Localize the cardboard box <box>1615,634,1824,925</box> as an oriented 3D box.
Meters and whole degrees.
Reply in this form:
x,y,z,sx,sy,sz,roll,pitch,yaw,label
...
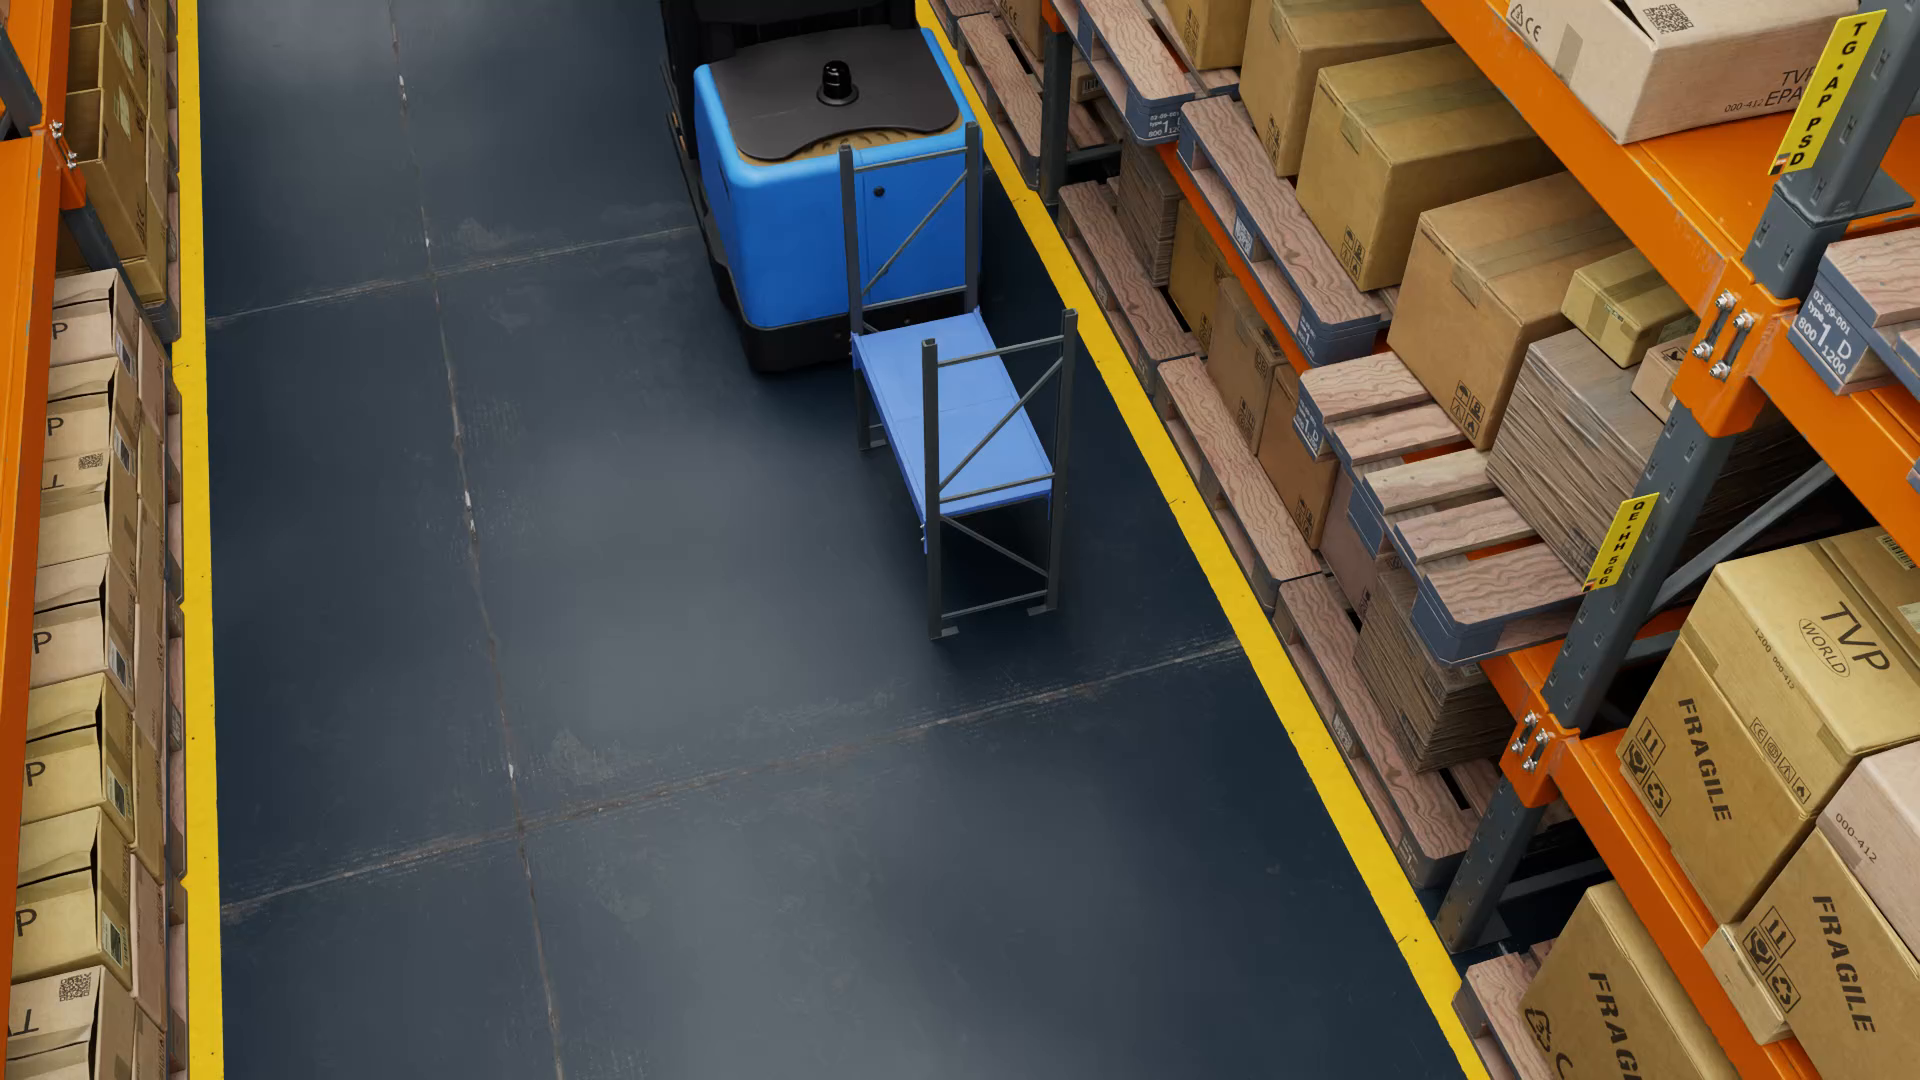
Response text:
x,y,z,sx,sy,sz,roll,pitch,yaw,label
1.950,0.505,3.879,0.500,0.500,0.500,-12,51,-10,cardboard box

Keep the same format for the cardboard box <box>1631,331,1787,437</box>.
x,y,z,sx,sy,sz,roll,pitch,yaw,label
1.920,-0.401,4.139,0.380,0.149,0.250,-19,53,-16,cardboard box

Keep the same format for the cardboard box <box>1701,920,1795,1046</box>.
x,y,z,sx,sy,sz,roll,pitch,yaw,label
1.991,0.994,3.891,0.380,0.149,0.250,-12,51,-10,cardboard box

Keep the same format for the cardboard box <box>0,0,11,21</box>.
x,y,z,sx,sy,sz,roll,pitch,yaw,label
-4.163,-2.310,6.460,0.700,0.500,0.500,-14,51,-11,cardboard box

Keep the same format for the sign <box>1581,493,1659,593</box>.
x,y,z,sx,sy,sz,roll,pitch,yaw,label
1.535,0.009,3.865,0.100,0.325,0.005,-13,51,-11,sign

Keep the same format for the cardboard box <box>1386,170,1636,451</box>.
x,y,z,sx,sy,sz,roll,pitch,yaw,label
1.711,-0.690,4.806,0.700,0.500,0.500,-18,52,-14,cardboard box

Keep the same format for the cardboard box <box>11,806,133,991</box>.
x,y,z,sx,sy,sz,roll,pitch,yaw,label
-2.718,1.089,4.817,0.500,0.311,0.500,-14,51,-12,cardboard box

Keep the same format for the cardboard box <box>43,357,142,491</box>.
x,y,z,sx,sy,sz,roll,pitch,yaw,label
-3.310,-0.392,6.065,0.500,0.311,0.500,-12,51,-10,cardboard box

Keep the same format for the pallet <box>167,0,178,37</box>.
x,y,z,sx,sy,sz,roll,pitch,yaw,label
-4.780,-3.045,8.969,1.003,0.211,1.213,-13,51,-11,pallet

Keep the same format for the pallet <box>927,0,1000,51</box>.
x,y,z,sx,sy,sz,roll,pitch,yaw,label
0.271,-3.171,9.075,1.003,0.211,1.213,-13,51,-11,pallet

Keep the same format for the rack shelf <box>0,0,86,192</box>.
x,y,z,sx,sy,sz,roll,pitch,yaw,label
-4.455,-2.801,7.409,1.077,0.370,4.000,-13,51,-11,rack shelf

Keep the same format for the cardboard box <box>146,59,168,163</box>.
x,y,z,sx,sy,sz,roll,pitch,yaw,label
-3.997,-1.961,7.755,0.500,0.250,0.500,-13,51,-11,cardboard box

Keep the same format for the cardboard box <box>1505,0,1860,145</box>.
x,y,z,sx,sy,sz,roll,pitch,yaw,label
1.580,-1.182,3.658,0.500,0.311,0.500,-13,51,-11,cardboard box

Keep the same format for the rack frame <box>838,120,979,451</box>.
x,y,z,sx,sy,sz,roll,pitch,yaw,label
-0.176,-0.917,6.332,0.500,1.500,0.032,-13,51,-11,rack frame

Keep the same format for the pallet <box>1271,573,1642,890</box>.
x,y,z,sx,sy,sz,roll,pitch,yaw,label
1.821,0.555,5.934,1.003,0.211,1.213,-13,51,-11,pallet

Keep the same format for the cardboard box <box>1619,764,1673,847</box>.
x,y,z,sx,sy,sz,roll,pitch,yaw,label
1.927,0.594,4.228,0.380,0.149,0.250,-14,51,-12,cardboard box

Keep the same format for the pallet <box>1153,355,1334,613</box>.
x,y,z,sx,sy,sz,roll,pitch,yaw,label
1.464,-0.335,6.684,1.003,0.211,1.213,-13,51,-11,pallet

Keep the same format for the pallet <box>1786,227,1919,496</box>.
x,y,z,sx,sy,sz,roll,pitch,yaw,label
2.292,-0.221,2.926,1.213,0.211,1.003,-11,51,-9,pallet

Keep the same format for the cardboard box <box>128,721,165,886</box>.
x,y,z,sx,sy,sz,roll,pitch,yaw,label
-2.864,0.906,5.337,0.500,0.250,0.500,-15,51,-12,cardboard box

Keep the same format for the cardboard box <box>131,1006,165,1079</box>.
x,y,z,sx,sy,sz,roll,pitch,yaw,label
-2.555,1.652,4.709,0.500,0.250,0.500,-13,51,-11,cardboard box

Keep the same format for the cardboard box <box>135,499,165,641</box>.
x,y,z,sx,sy,sz,roll,pitch,yaw,label
-3.164,0.160,5.967,0.500,0.250,0.500,-12,51,-10,cardboard box

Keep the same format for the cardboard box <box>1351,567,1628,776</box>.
x,y,z,sx,sy,sz,roll,pitch,yaw,label
1.788,0.377,5.607,0.700,0.500,0.500,-13,51,-10,cardboard box

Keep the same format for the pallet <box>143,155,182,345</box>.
x,y,z,sx,sy,sz,roll,pitch,yaw,label
-4.059,-1.263,7.467,1.003,0.211,1.213,-13,51,-11,pallet

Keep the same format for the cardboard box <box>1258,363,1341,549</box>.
x,y,z,sx,sy,sz,roll,pitch,yaw,label
1.573,-0.382,6.247,0.700,0.500,0.500,-14,51,-11,cardboard box

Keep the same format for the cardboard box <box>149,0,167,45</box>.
x,y,z,sx,sy,sz,roll,pitch,yaw,label
-4.297,-2.690,8.369,0.500,0.250,0.500,-13,51,-11,cardboard box

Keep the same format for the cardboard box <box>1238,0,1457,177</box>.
x,y,z,sx,sy,sz,roll,pitch,yaw,label
1.369,-1.606,5.578,0.700,0.500,0.500,-7,50,-6,cardboard box

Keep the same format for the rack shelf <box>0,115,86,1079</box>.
x,y,z,sx,sy,sz,roll,pitch,yaw,label
-3.272,0.121,4.946,1.077,0.370,4.000,-13,51,-11,rack shelf

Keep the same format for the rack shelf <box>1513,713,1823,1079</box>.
x,y,z,sx,sy,sz,roll,pitch,yaw,label
2.642,1.920,3.430,1.077,0.370,4.000,-13,51,-11,rack shelf

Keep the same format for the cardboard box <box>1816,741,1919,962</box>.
x,y,z,sx,sy,sz,roll,pitch,yaw,label
2.098,0.633,3.281,0.500,0.250,0.500,-14,51,-11,cardboard box

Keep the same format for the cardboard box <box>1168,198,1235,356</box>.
x,y,z,sx,sy,sz,roll,pitch,yaw,label
1.302,-1.131,6.878,0.700,0.500,0.500,-14,51,-12,cardboard box

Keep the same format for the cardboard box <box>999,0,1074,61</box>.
x,y,z,sx,sy,sz,roll,pitch,yaw,label
0.522,-2.780,8.268,0.500,0.500,0.500,-17,52,-14,cardboard box

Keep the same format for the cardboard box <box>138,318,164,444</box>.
x,y,z,sx,sy,sz,roll,pitch,yaw,label
-3.464,-0.584,6.593,0.500,0.250,0.500,-14,51,-11,cardboard box

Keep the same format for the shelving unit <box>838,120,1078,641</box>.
x,y,z,sx,sy,sz,roll,pitch,yaw,label
-0.025,-0.546,6.019,0.538,1.500,1.048,-13,51,-11,shelving unit

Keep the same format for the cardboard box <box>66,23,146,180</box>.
x,y,z,sx,sy,sz,roll,pitch,yaw,label
-3.857,-1.835,7.158,0.500,0.500,0.500,-13,51,-11,cardboard box

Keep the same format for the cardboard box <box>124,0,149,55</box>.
x,y,z,sx,sy,sz,roll,pitch,yaw,label
-4.147,-2.567,7.775,0.500,0.500,0.500,-13,51,-11,cardboard box

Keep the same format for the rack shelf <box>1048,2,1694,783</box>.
x,y,z,sx,sy,sz,roll,pitch,yaw,label
1.459,-1.002,5.893,1.077,0.370,4.000,-13,51,-11,rack shelf

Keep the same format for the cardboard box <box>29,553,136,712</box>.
x,y,z,sx,sy,sz,roll,pitch,yaw,label
-3.019,0.341,5.447,0.500,0.311,0.500,-14,51,-11,cardboard box

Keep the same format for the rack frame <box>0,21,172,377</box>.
x,y,z,sx,sy,sz,roll,pitch,yaw,label
-3.863,-1.572,5.903,1.000,3.000,0.127,-13,51,-11,rack frame

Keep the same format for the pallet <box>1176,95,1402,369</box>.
x,y,z,sx,sy,sz,roll,pitch,yaw,label
1.426,-1.148,5.671,1.003,0.211,1.213,-13,51,-11,pallet

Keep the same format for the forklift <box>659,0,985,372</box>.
x,y,z,sx,sy,sz,roll,pitch,yaw,label
-0.802,-2.815,6.996,1.130,2.935,3.031,-13,51,-11,forklift

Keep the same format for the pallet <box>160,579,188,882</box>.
x,y,z,sx,sy,sz,roll,pitch,yaw,label
-3.244,0.749,5.770,1.003,0.211,1.213,-13,51,-11,pallet

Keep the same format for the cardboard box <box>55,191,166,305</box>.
x,y,z,sx,sy,sz,roll,pitch,yaw,label
-3.711,-1.228,7.137,0.500,0.250,0.500,-13,51,-11,cardboard box

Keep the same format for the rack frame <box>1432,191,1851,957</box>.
x,y,z,sx,sy,sz,roll,pitch,yaw,label
2.051,0.227,4.386,1.000,3.000,0.127,-13,51,-11,rack frame
